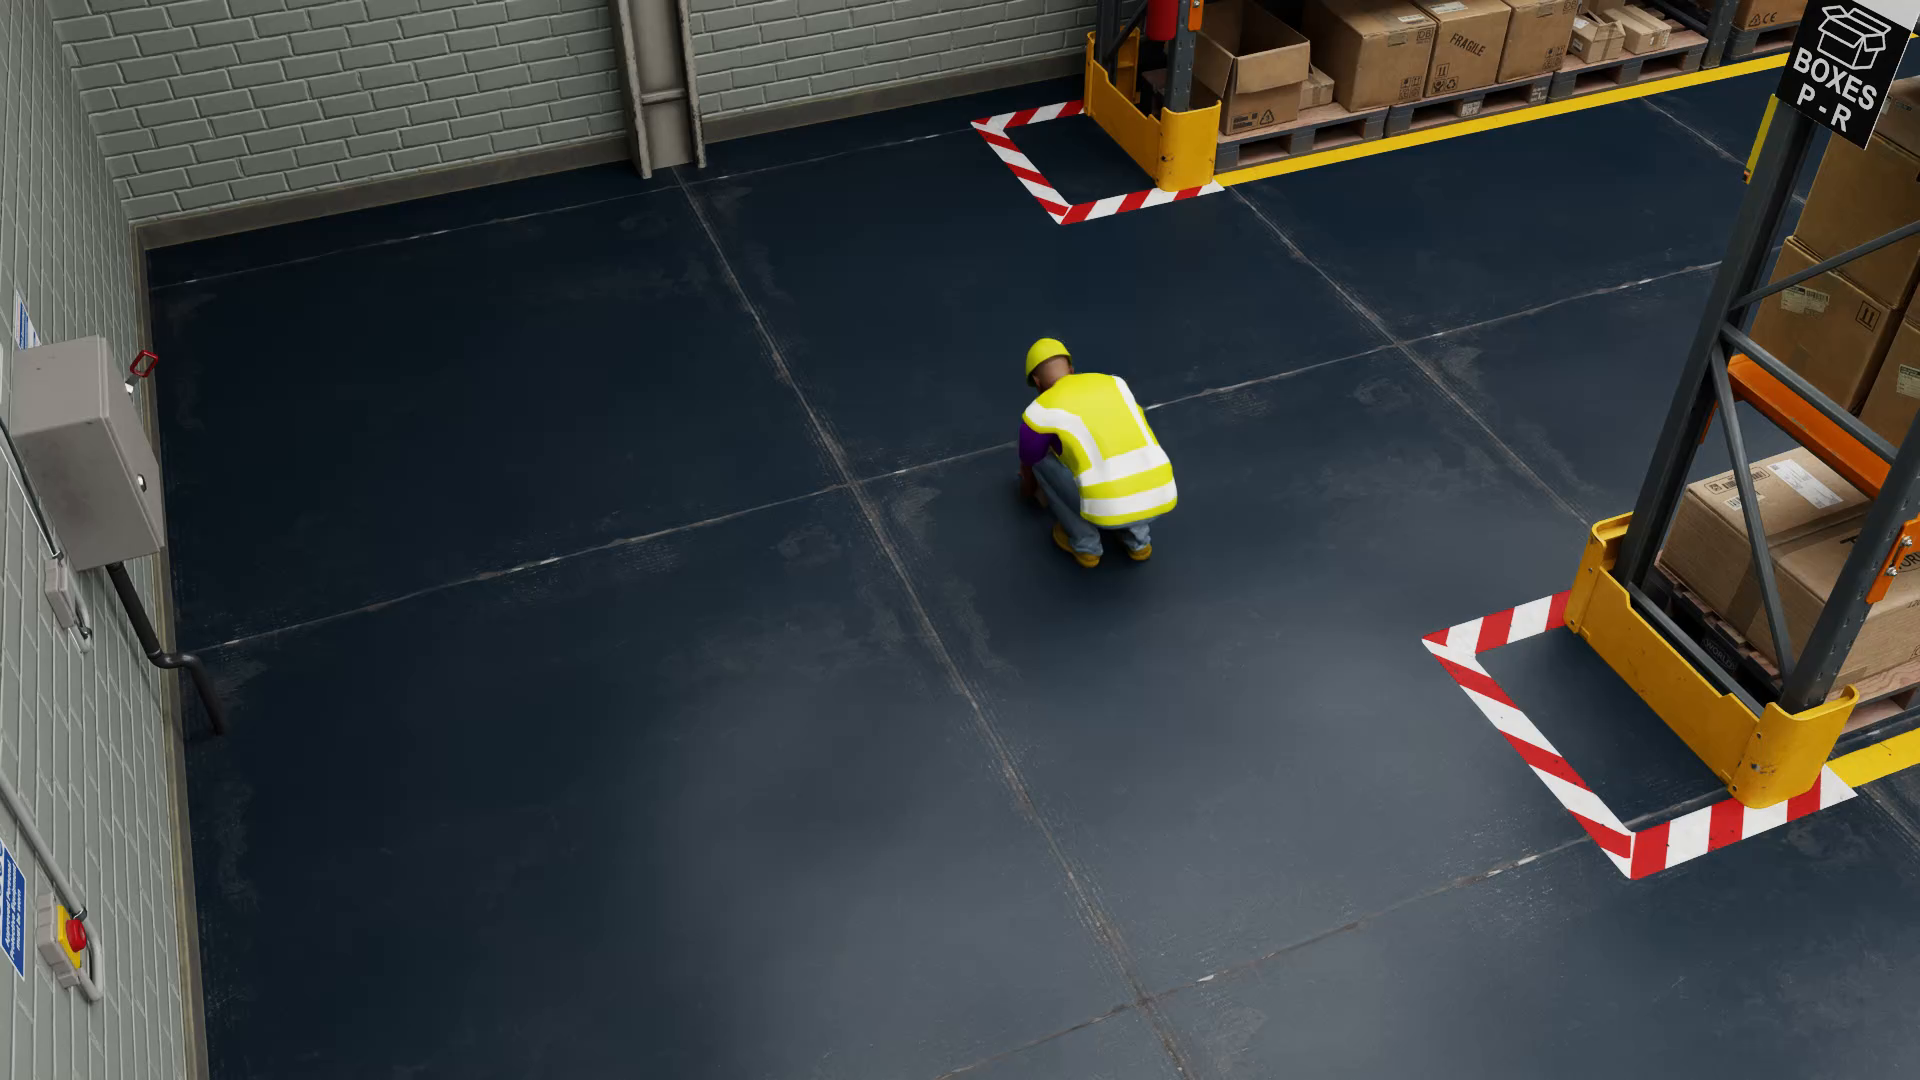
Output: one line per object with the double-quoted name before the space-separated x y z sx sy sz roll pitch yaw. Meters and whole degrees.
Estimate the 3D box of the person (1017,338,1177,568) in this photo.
"person" 0.553 -0.326 7.296 0.549 0.886 0.925 -16 44 -17
